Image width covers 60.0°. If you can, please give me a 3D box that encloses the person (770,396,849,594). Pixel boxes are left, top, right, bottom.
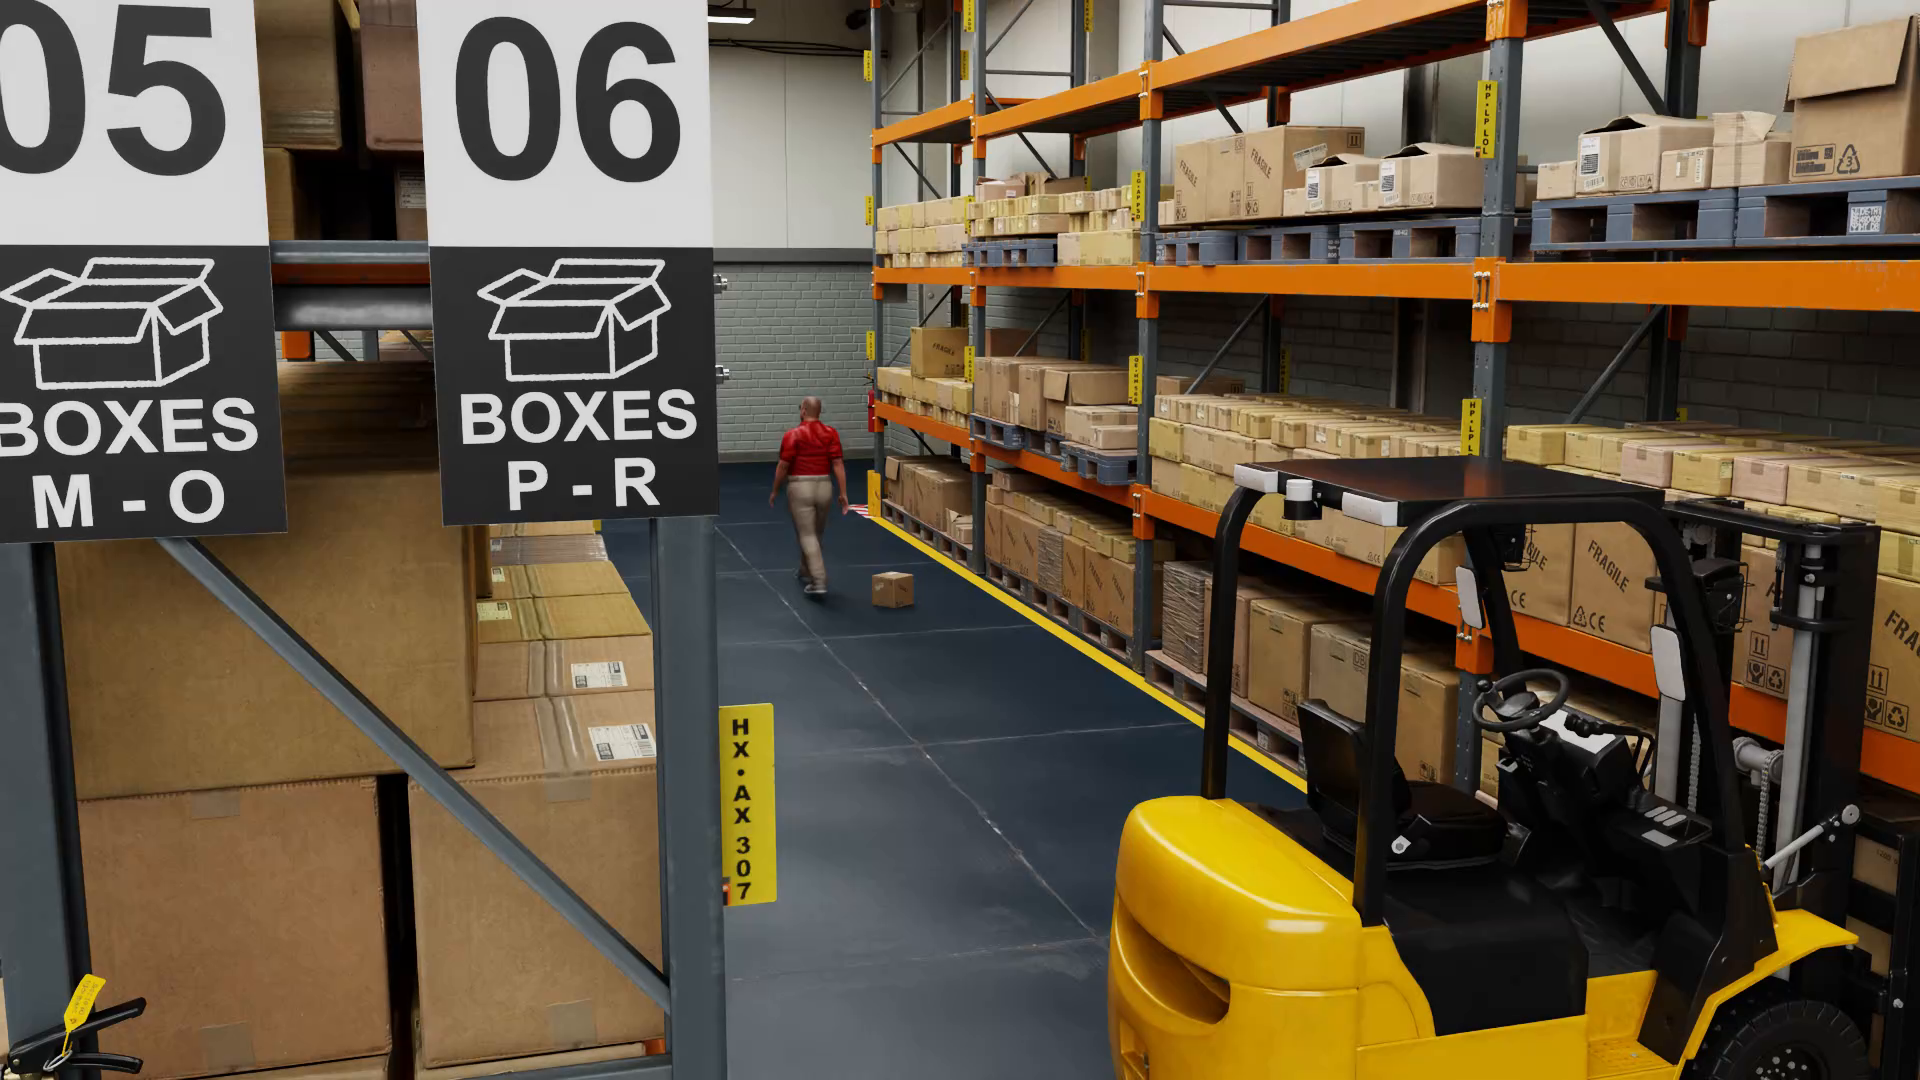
[{"bbox_3d":[-1.348,-0.412,14.381,0.586,1.677,0.973,-6,11,-32],"label":"person"}]
